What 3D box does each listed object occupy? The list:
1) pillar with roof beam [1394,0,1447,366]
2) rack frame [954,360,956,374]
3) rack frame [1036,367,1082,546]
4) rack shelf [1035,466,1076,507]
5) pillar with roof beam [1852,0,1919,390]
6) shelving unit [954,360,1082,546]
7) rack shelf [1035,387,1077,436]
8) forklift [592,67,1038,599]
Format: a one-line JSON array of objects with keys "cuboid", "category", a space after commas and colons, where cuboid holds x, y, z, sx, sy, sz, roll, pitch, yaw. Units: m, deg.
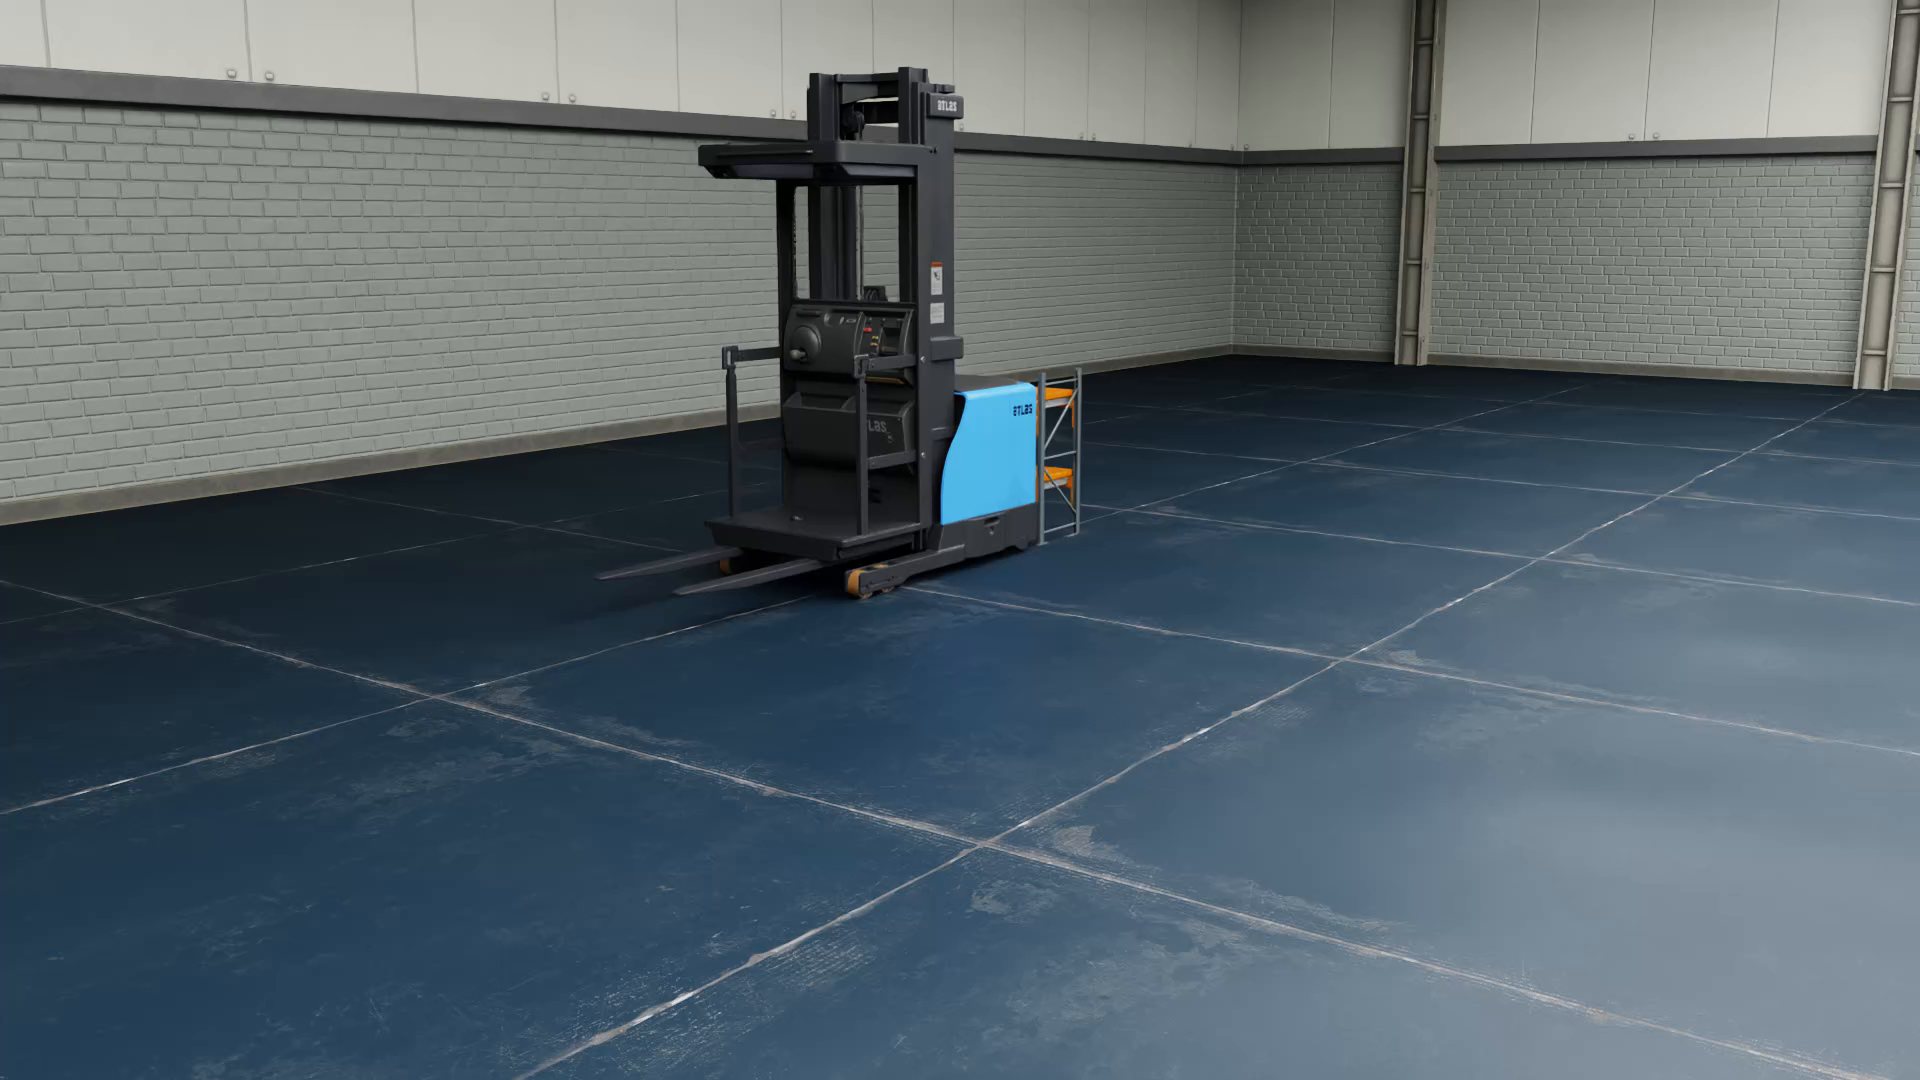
[{"cuboid": [4.048, -6.332, 20.069, 0.400, 9.000, 9.100, 8, 13, 36], "category": "pillar with roof beam"}, {"cuboid": [-0.185, -0.665, 11.506, 0.032, 1.125, 0.500, 7, 13, 34], "category": "rack frame"}, {"cuboid": [0.652, -0.555, 10.939, 0.032, 1.125, 0.500, 7, 13, 34], "category": "rack frame"}, {"cuboid": [0.234, -0.370, 11.269, 1.000, 0.278, 0.538, 7, 13, 34], "category": "rack shelf"}, {"cuboid": [8.884, -5.658, 16.583, 0.400, 9.000, 9.100, 8, 13, 36], "category": "pillar with roof beam"}, {"cuboid": [0.234, -0.610, 11.222, 1.048, 1.125, 0.538, 7, 13, 34], "category": "shelving unit"}, {"cuboid": [0.234, -0.898, 11.167, 1.000, 0.278, 0.538, 7, 13, 34], "category": "rack shelf"}, {"cuboid": [-0.785, -1.213, 9.585, 1.130, 2.935, 3.031, 8, 14, 36], "category": "forklift"}]
